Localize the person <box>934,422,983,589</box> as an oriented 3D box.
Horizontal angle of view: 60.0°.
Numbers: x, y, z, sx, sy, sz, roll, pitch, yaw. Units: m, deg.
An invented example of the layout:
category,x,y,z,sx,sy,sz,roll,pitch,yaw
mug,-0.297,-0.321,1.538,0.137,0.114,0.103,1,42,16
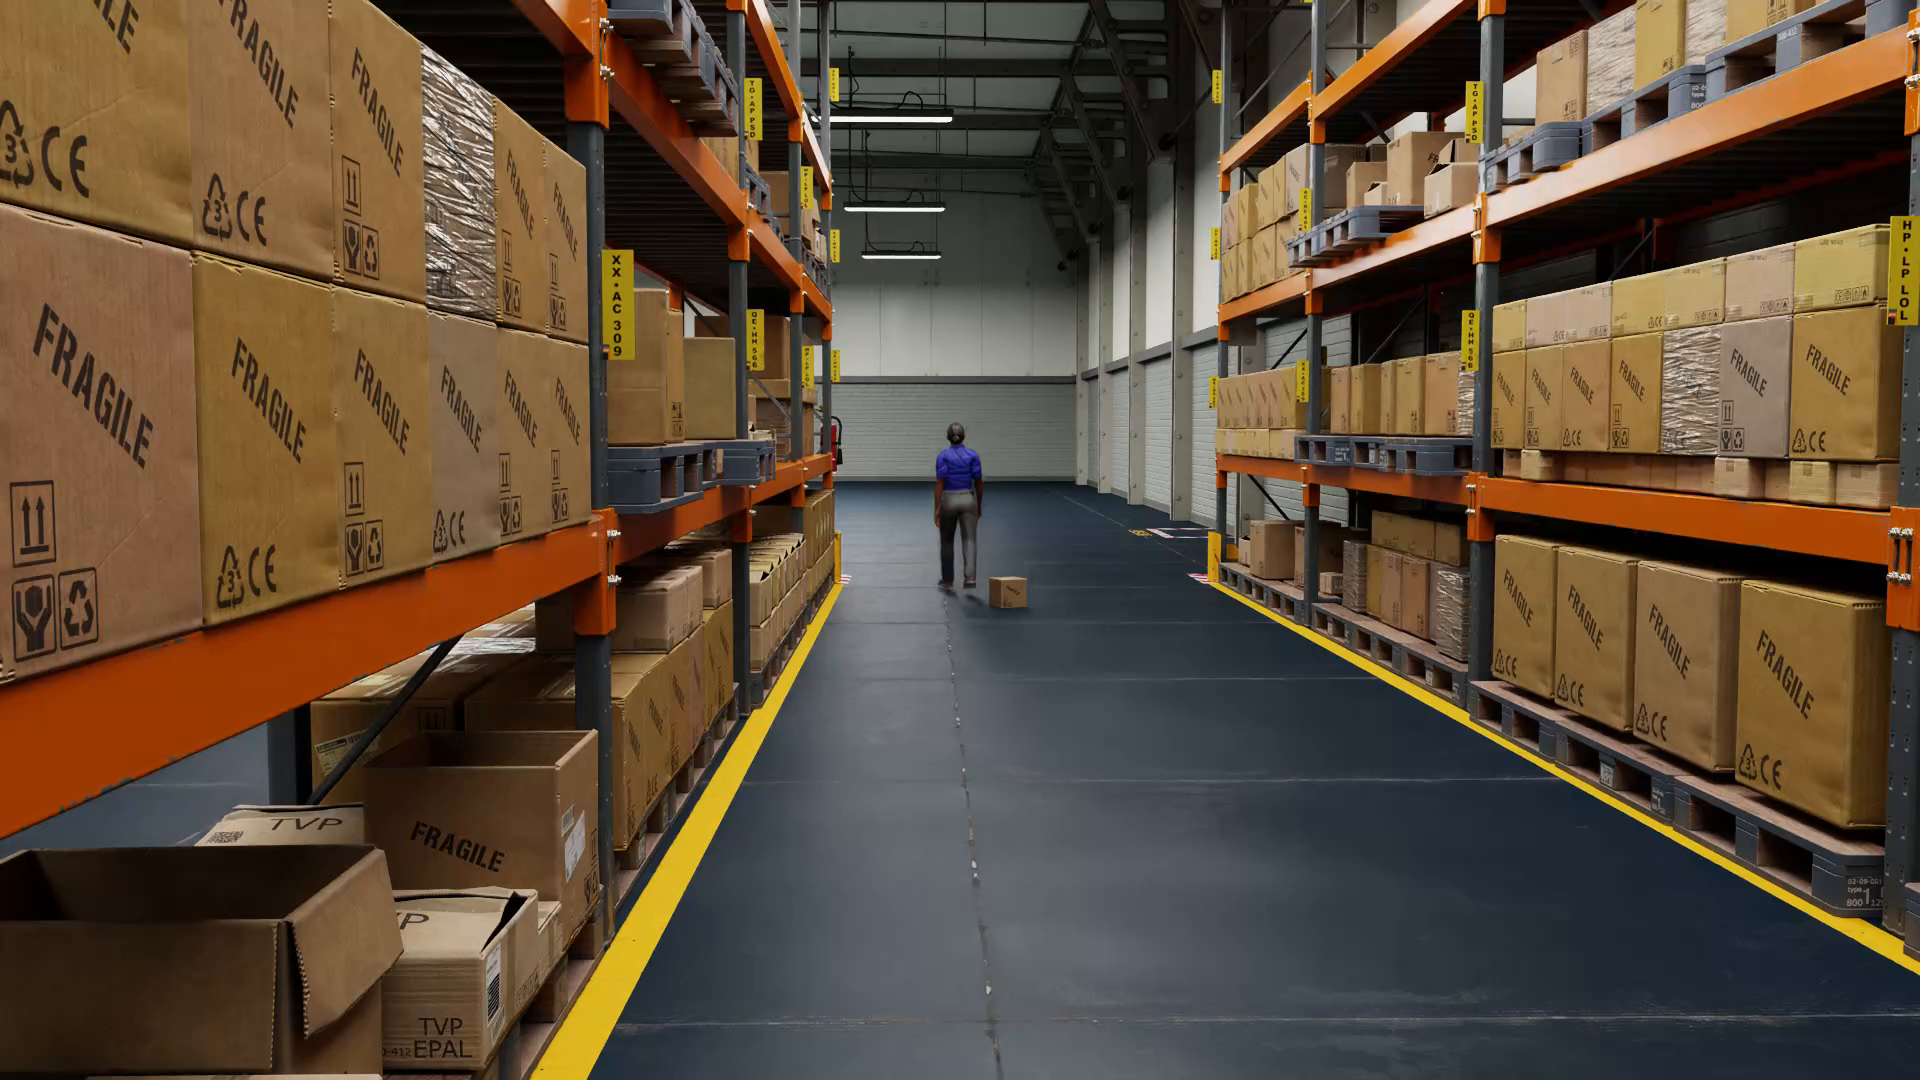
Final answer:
category,x,y,z,sx,sy,sz,roll,pitch,yaw
person,-0.016,-0.323,15.869,0.476,1.600,1.011,0,4,-3
